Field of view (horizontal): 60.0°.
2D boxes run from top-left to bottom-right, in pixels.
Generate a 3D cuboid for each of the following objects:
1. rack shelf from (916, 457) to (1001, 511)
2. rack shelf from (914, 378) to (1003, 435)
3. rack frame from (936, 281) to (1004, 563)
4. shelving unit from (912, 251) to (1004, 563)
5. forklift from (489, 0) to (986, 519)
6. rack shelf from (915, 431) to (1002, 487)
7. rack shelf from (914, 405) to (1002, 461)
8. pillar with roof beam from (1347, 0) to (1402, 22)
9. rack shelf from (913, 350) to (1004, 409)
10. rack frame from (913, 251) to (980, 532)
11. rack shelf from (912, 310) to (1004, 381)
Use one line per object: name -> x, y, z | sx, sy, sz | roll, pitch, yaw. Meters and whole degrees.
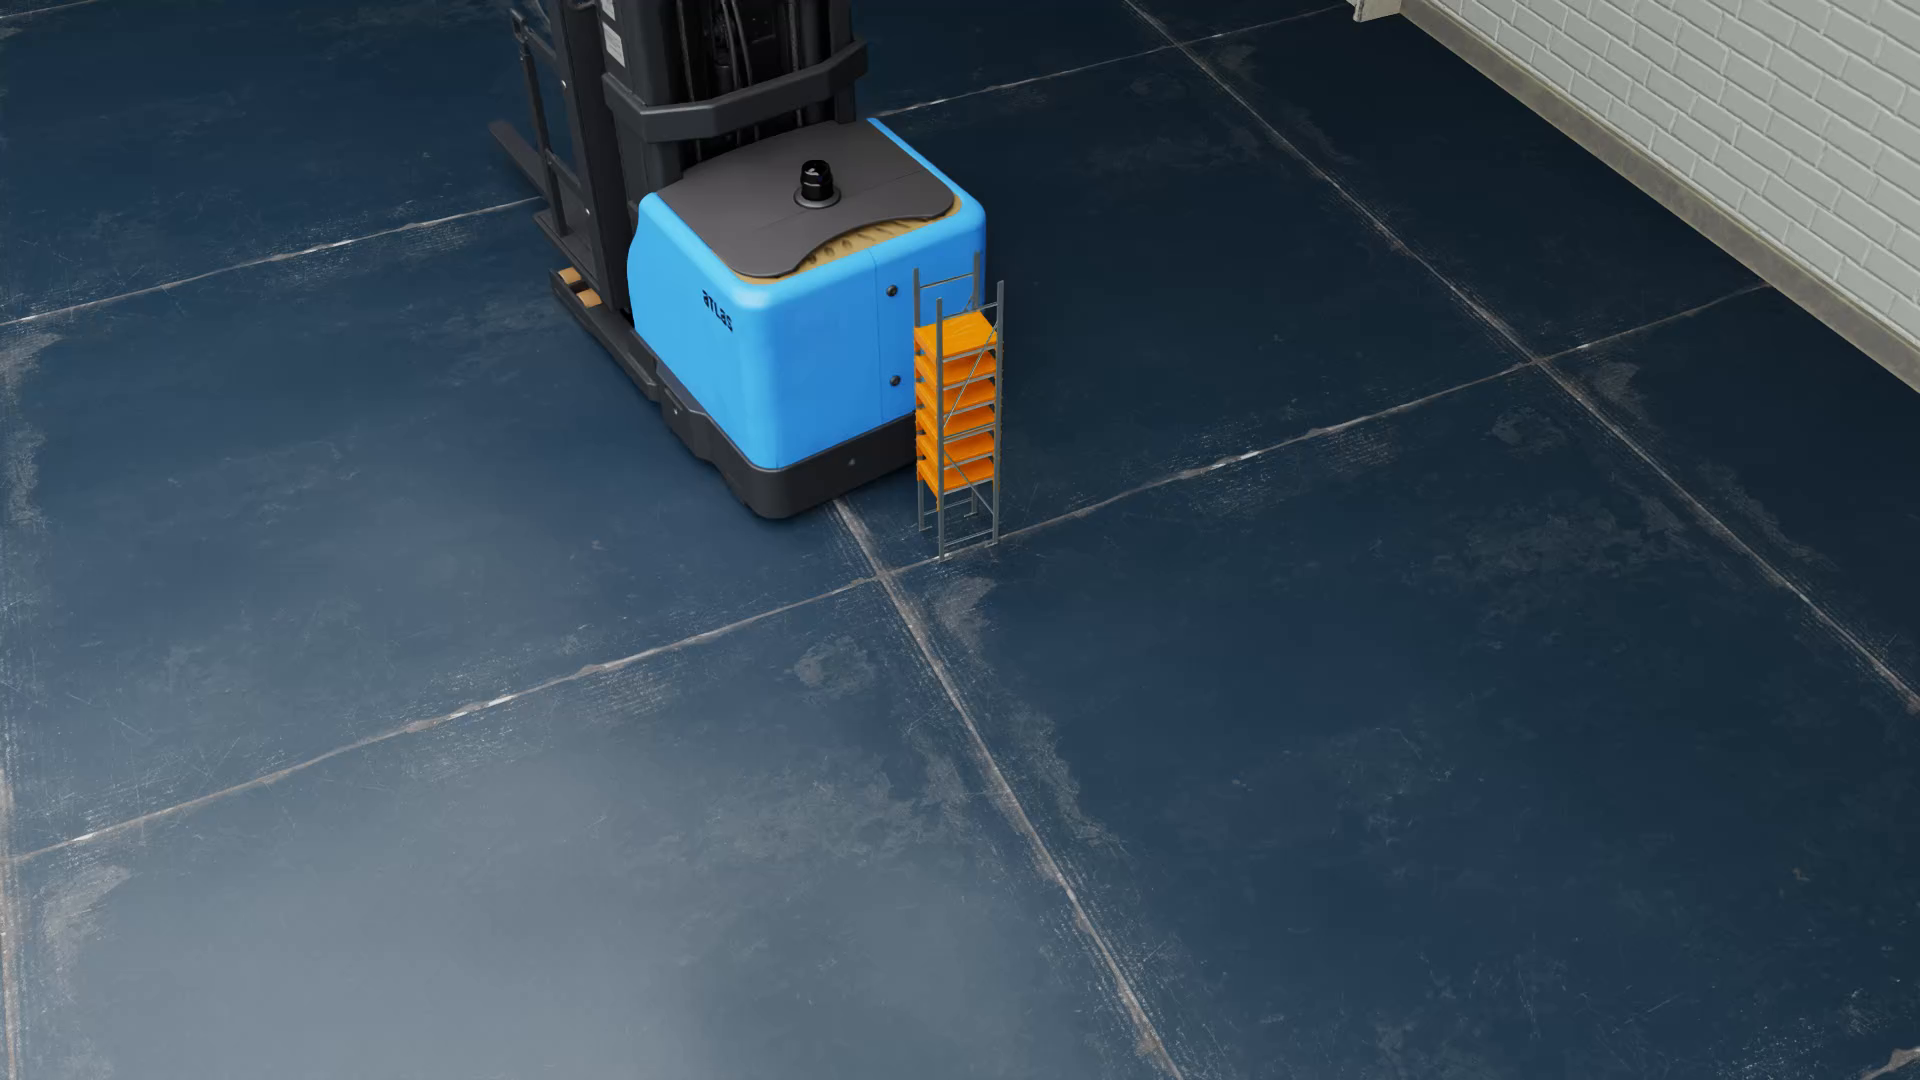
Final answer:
rack shelf -> -0.006, -0.234, 6.038 | 0.258, 0.103, 0.180 | -18, 47, -17
rack shelf -> -0.006, -0.490, 5.785 | 0.258, 0.103, 0.180 | -18, 47, -17
rack frame -> 0.032, -0.378, 5.779 | 0.240, 1.200, 0.006 | -18, 47, -17
shelving unit -> -0.006, -0.436, 5.838 | 0.258, 1.200, 0.189 | -18, 47, -17
forklift -> -1.131, -2.128, 6.320 | 1.130, 2.935, 3.031 | -25, 50, -23
rack shelf -> -0.006, -0.319, 5.953 | 0.258, 0.103, 0.180 | -18, 47, -17
rack shelf -> -0.006, -0.405, 5.869 | 0.258, 0.103, 0.180 | -18, 47, -17
pillar with roof beam -> -1.663, -4.945, 4.854 | 9.100, 9.000, 0.400 | -18, 47, -17
rack shelf -> -0.006, -0.576, 5.701 | 0.258, 0.103, 0.180 | -18, 47, -17
rack frame -> -0.045, -0.495, 5.897 | 0.240, 1.200, 0.006 | -18, 47, -17
rack shelf -> -0.006, -0.661, 5.616 | 0.258, 0.103, 0.180 | -18, 47, -17
